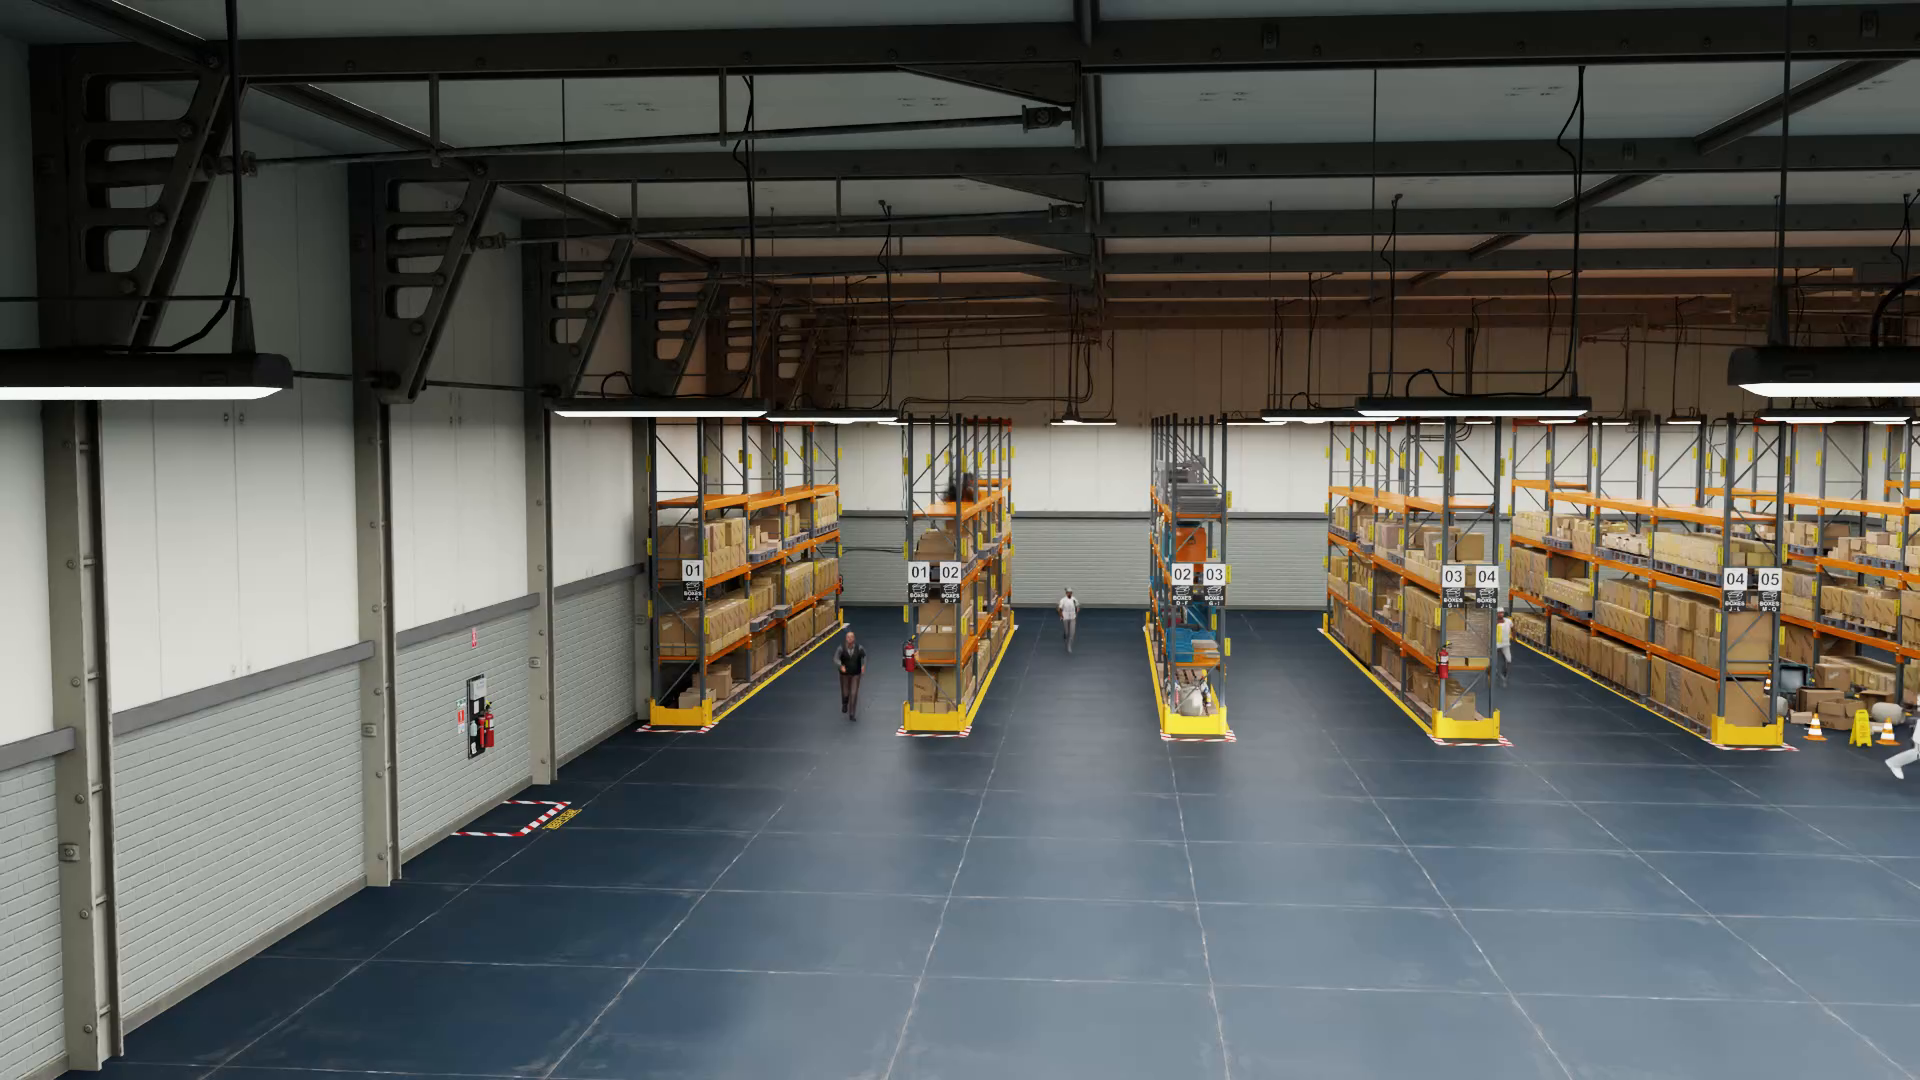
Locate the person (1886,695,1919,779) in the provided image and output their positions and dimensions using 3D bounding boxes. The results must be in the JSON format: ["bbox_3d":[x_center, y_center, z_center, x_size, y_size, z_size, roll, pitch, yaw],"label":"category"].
[{"bbox_3d":[15.476,3.039,26.643,0.718,1.799,1.059,-3,5,-37],"label":"person"}]

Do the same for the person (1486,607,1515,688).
[{"bbox_3d":[11.974,2.366,36.850,0.710,1.798,0.889,0,4,3],"label":"person"}]

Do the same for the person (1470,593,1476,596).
[{"bbox_3d":[14.495,1.714,47.129,0.831,1.683,0.867,-2,4,-30],"label":"person"}]

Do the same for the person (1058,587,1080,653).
[{"bbox_3d":[2.804,2.028,42.763,0.577,1.680,0.711,0,4,-6],"label":"person"}]

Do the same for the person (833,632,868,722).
[{"bbox_3d":[-2.152,2.670,32.796,0.685,1.722,0.771,0,4,-6],"label":"person"}]
